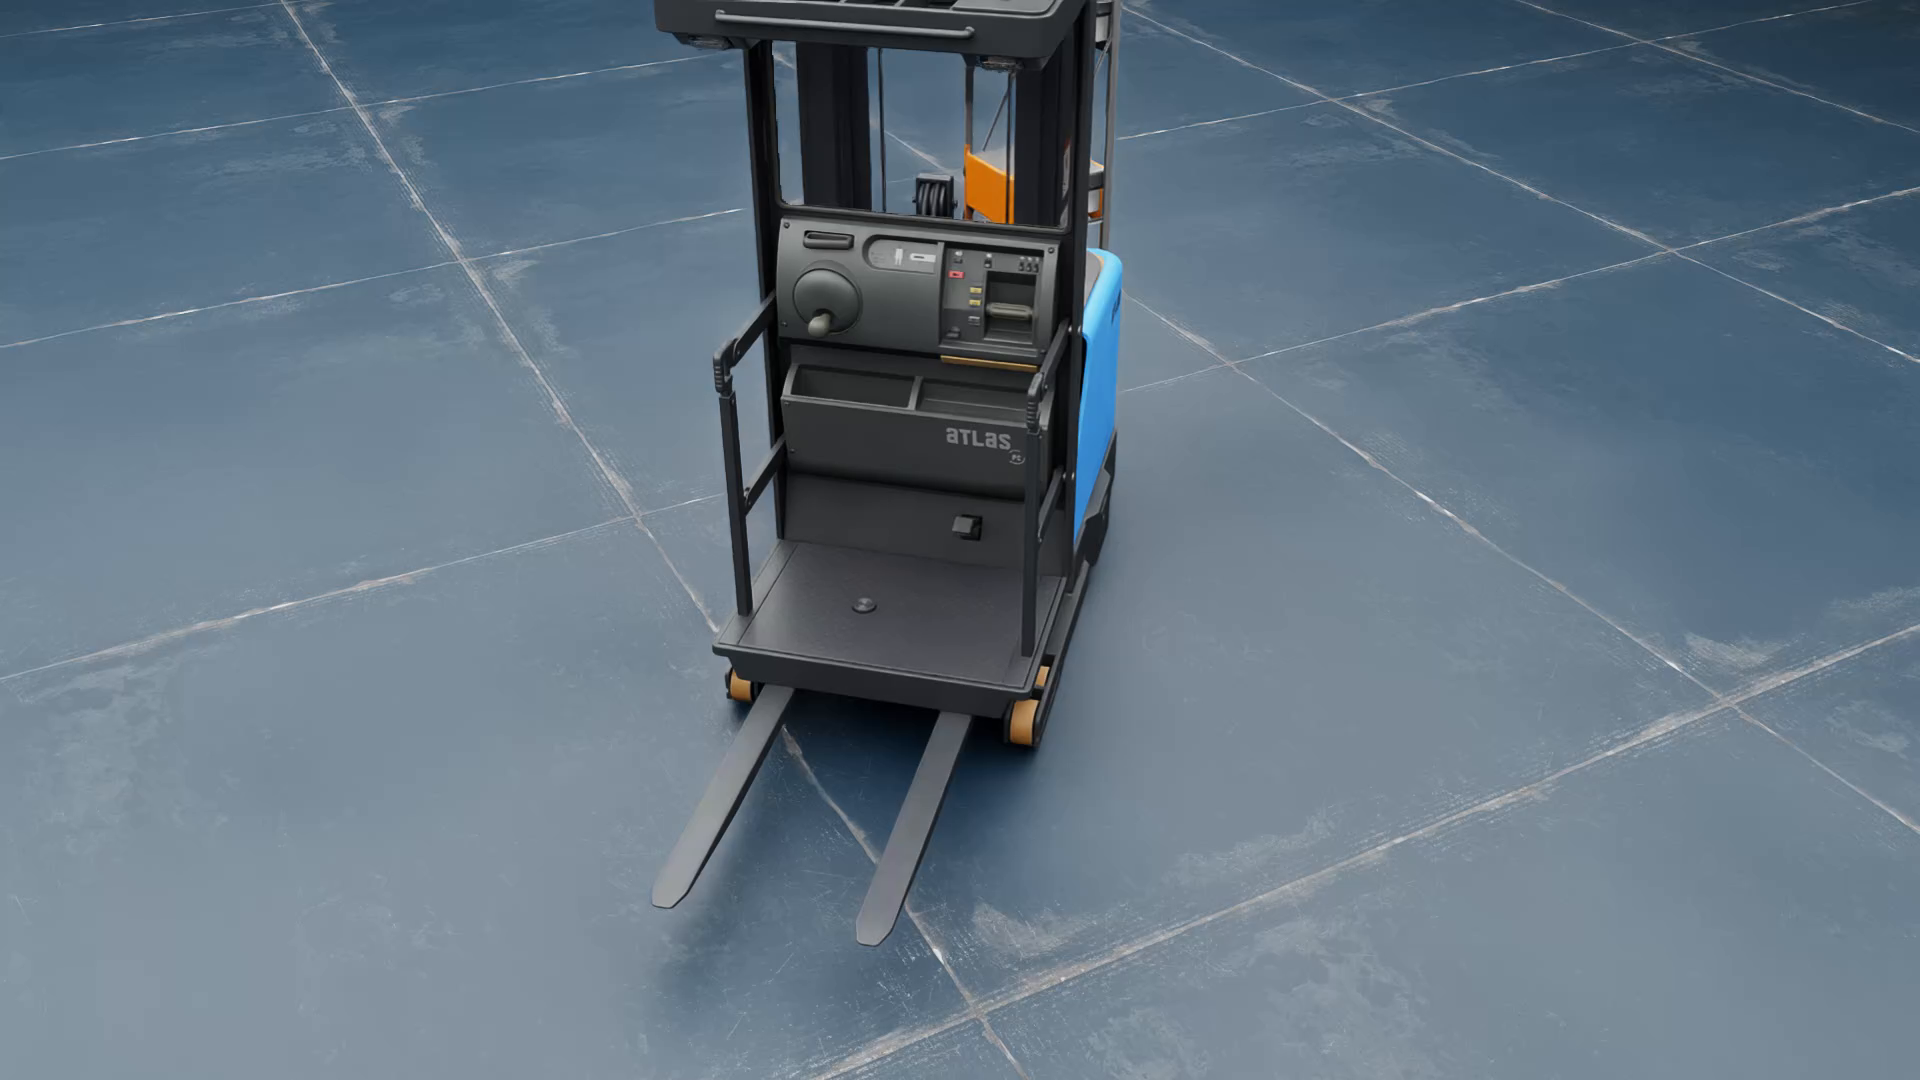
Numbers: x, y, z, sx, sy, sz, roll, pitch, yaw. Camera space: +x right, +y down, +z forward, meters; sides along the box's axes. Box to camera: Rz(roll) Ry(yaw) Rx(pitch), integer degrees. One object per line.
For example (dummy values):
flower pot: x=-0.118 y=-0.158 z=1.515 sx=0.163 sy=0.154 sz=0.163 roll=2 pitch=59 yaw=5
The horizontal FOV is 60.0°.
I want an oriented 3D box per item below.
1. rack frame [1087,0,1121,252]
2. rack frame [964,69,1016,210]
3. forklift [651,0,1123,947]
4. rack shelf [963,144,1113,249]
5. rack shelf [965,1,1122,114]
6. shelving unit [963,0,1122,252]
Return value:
rack frame: x=0.444 y=-1.270 z=6.785 sx=0.400 sy=2.100 sz=0.015 roll=-18 pitch=37 yaw=-26
rack frame: x=0.194 y=-1.496 z=7.138 sx=0.400 sy=2.100 sz=0.015 roll=-18 pitch=37 yaw=-26
forklift: x=-0.194 y=-0.761 z=5.222 sx=1.130 sy=2.935 sz=3.031 roll=7 pitch=33 yaw=12
rack shelf: x=0.319 y=-1.371 z=6.969 sx=0.431 sy=0.518 sz=0.480 roll=-18 pitch=37 yaw=-26
rack shelf: x=0.319 y=-1.961 z=6.592 sx=0.431 sy=0.518 sz=0.480 roll=-18 pitch=37 yaw=-26
shelving unit: x=0.319 y=-1.383 z=6.962 sx=0.431 sy=2.100 sz=0.503 roll=-18 pitch=37 yaw=-26
